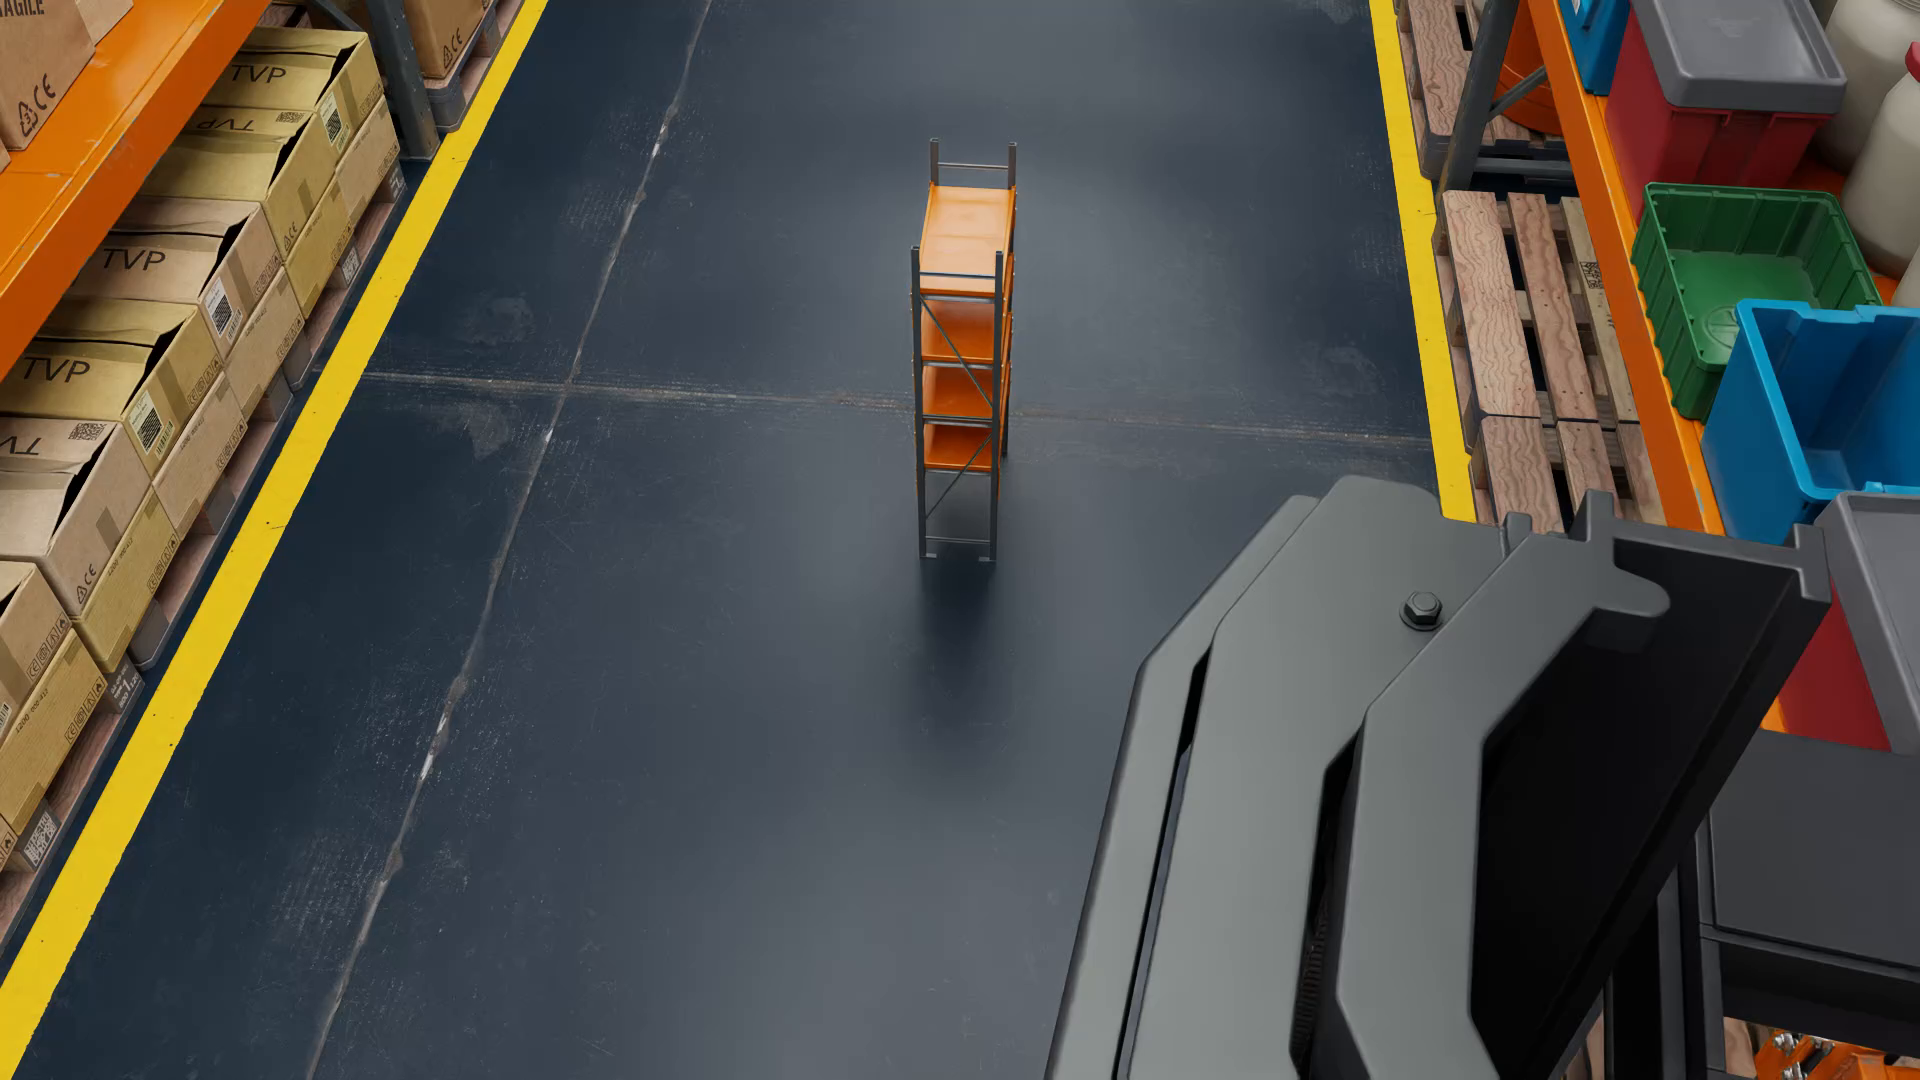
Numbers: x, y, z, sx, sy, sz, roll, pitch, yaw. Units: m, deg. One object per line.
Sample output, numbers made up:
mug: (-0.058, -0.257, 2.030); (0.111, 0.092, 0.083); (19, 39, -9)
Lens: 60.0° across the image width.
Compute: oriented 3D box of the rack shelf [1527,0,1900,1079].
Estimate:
rack shelf: (2.154, -0.546, 4.204); (1.077, 0.370, 4.000); (4, 48, 4)

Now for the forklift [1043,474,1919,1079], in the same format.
forklift: (0.896, 1.308, 2.067); (3.031, 2.935, 1.130); (11, 48, 10)

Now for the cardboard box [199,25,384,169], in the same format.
cardboard box: (-2.398, -1.596, 5.876); (0.500, 0.311, 0.500); (5, 48, 5)

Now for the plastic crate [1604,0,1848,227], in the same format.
plastic crate: (1.885, -1.113, 4.192); (0.402, 0.464, 0.583); (4, 48, 4)

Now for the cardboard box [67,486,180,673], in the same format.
cardboard box: (-2.584, 0.095, 4.709); (0.500, 0.250, 0.500); (3, 48, 2)

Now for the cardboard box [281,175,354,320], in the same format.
cardboard box: (-2.444, -1.026, 5.735); (0.500, 0.250, 0.500); (3, 48, 3)

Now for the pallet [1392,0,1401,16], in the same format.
pallet: (2.481, -2.794, 7.662); (1.003, 0.211, 1.213); (4, 48, 4)

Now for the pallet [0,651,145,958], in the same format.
pallet: (-2.932, 0.742, 4.428); (1.003, 0.211, 1.213); (4, 48, 4)

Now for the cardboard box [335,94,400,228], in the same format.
cardboard box: (-2.401, -1.405, 6.081); (0.500, 0.250, 0.500); (5, 48, 4)

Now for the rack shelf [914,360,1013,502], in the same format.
rack shelf: (0.015, -0.347, 5.115); (0.258, 0.148, 0.480); (4, 48, 4)

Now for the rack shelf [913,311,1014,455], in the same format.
rack shelf: (0.015, -0.481, 4.968); (0.258, 0.148, 0.480); (4, 48, 4)

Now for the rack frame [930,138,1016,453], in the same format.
rack frame: (0.037, -0.706, 5.083); (0.240, 1.200, 0.015); (4, 48, 4)

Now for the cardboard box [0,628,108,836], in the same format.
cardboard box: (-2.629, 0.476, 4.361); (0.500, 0.250, 0.500); (5, 48, 5)

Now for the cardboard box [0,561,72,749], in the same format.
cardboard box: (-2.624, 0.287, 4.153); (0.500, 0.311, 0.500); (3, 48, 3)

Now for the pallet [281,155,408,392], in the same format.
pallet: (-2.710, -1.051, 6.068); (1.003, 0.211, 1.213); (4, 48, 4)

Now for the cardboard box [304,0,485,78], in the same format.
cardboard box: (-2.270, -2.215, 6.639); (0.500, 0.500, 0.500); (6, 48, 5)

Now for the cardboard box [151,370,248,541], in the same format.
cardboard box: (-2.537, -0.279, 5.051); (0.500, 0.250, 0.500); (5, 48, 4)

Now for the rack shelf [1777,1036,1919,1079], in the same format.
rack shelf: (1.790, 2.393, 1.516); (1.077, 0.370, 4.000); (4, 48, 4)

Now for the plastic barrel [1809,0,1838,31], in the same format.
plastic barrel: (2.456, -1.526, 4.537); (0.421, 0.512, 0.421); (0, 48, 0)

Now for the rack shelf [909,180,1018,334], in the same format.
rack shelf: (0.015, -0.792, 4.629); (0.258, 0.148, 0.480); (4, 48, 4)

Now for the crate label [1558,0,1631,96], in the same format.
crate label: (1.977, -1.559, 4.619); (0.502, 0.435, 0.616); (4, 48, 4)

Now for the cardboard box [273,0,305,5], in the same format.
cardboard box: (-2.744, -2.602, 6.993); (0.500, 0.500, 0.500); (6, 48, 5)

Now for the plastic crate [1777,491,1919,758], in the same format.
plastic crate: (1.712, 0.283, 2.915); (0.402, 0.464, 0.583); (4, 48, 4)

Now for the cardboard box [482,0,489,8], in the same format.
cardboard box: (-2.228, -2.600, 6.991); (0.500, 0.500, 0.500); (2, 48, 2)

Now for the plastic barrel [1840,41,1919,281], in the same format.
plastic barrel: (2.384, -0.910, 3.958); (0.433, 0.535, 0.433); (0, 48, 0)

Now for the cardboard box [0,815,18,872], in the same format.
cardboard box: (-2.677, 0.851, 4.017); (0.500, 0.250, 0.500); (3, 48, 3)

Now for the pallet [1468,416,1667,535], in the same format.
pallet: (2.114, 0.143, 4.976); (1.003, 0.211, 1.213); (4, 48, 4)

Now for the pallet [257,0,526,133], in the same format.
pallet: (-2.490, -2.199, 7.119); (1.003, 0.211, 1.213); (4, 48, 4)

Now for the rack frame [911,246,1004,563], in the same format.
rack frame: (-0.007, -0.347, 4.755); (0.240, 1.200, 0.015); (4, 48, 4)

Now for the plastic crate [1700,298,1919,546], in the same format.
plastic crate: (1.763, -0.145, 3.361); (0.392, 0.384, 0.575); (4, 48, 4)

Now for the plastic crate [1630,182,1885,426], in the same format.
plastic crate: (1.850, -0.546, 3.861); (0.450, 0.188, 0.662); (4, 48, 4)

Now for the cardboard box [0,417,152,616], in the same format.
cardboard box: (-2.578, -0.093, 4.501); (0.500, 0.311, 0.500); (2, 48, 2)

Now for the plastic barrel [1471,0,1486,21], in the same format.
plastic barrel: (2.327, -2.342, 6.761); (0.421, 0.512, 0.421); (0, 48, 0)

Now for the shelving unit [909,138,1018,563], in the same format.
shelving unit: (0.015, -0.527, 4.919); (0.258, 1.200, 0.503); (4, 48, 4)

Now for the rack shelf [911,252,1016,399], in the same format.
rack shelf: (0.015, -0.632, 4.803); (0.258, 0.148, 0.480); (4, 48, 4)

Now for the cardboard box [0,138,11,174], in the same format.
cardboard box: (-2.780, -1.007, 4.071); (0.500, 0.500, 0.500); (4, 48, 4)

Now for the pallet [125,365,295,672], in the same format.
pallet: (-2.823, -0.157, 5.251); (1.003, 0.211, 1.213); (4, 48, 4)

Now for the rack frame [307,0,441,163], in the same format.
rack frame: (-2.596, -2.594, 5.590); (1.000, 3.000, 0.127); (4, 48, 4)

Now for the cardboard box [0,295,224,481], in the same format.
cardboard box: (-2.536, -0.475, 4.850); (0.500, 0.311, 0.500); (5, 48, 5)

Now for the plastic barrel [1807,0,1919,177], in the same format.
plastic barrel: (2.417, -1.216, 4.254); (0.421, 0.512, 0.421); (0, 48, 0)

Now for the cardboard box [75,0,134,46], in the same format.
cardboard box: (-2.656, -1.569, 4.822); (0.380, 0.149, 0.250); (7, 48, 6)

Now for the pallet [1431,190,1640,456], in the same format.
pallet: (2.227, -0.751, 5.794); (1.003, 0.211, 1.213); (4, 48, 4)

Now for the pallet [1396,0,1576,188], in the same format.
pallet: (2.367, -1.900, 6.844); (1.003, 0.211, 1.213); (4, 48, 4)

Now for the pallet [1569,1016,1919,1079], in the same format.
pallet: (2.005, 1.042, 4.154); (1.003, 0.211, 1.213); (4, 48, 4)

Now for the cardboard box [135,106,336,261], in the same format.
cardboard box: (-2.439, -1.214, 5.526); (0.500, 0.311, 0.500); (3, 48, 3)

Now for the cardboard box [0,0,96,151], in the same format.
cardboard box: (-2.732, -1.394, 4.425); (0.500, 0.500, 0.500); (2, 48, 1)

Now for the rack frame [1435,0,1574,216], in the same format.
rack frame: (2.337, -2.259, 5.283); (1.000, 3.000, 0.127); (4, 48, 4)

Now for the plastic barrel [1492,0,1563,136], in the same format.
plastic barrel: (2.364, -2.029, 6.259); (0.600, 0.830, 0.708); (4, 48, 4)

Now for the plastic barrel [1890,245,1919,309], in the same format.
plastic barrel: (2.345, -0.593, 3.667); (0.433, 0.535, 0.433); (0, 48, 0)

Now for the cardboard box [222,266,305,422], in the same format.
cardboard box: (-2.493, -0.657, 5.397); (0.500, 0.250, 0.500); (5, 48, 4)

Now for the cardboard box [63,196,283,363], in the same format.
cardboard box: (-2.488, -0.843, 5.187); (0.500, 0.311, 0.500); (4, 48, 3)
